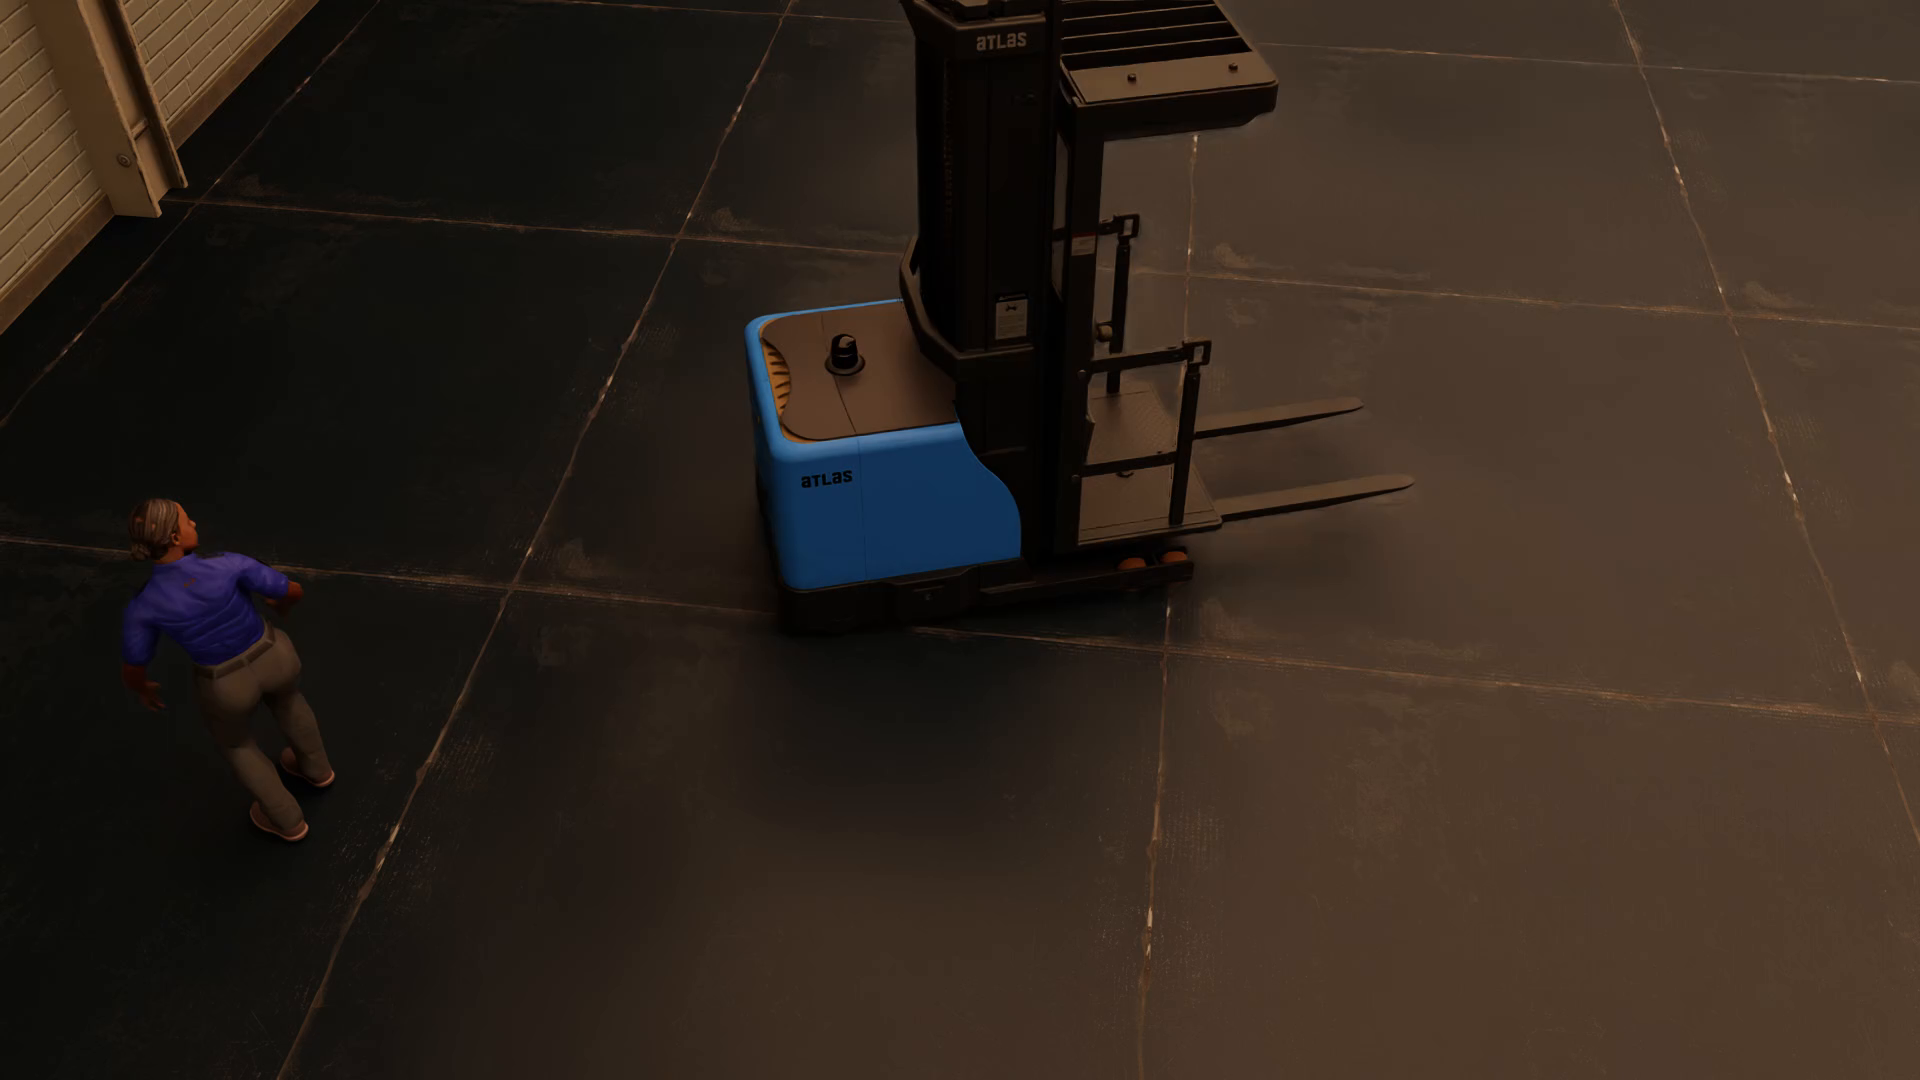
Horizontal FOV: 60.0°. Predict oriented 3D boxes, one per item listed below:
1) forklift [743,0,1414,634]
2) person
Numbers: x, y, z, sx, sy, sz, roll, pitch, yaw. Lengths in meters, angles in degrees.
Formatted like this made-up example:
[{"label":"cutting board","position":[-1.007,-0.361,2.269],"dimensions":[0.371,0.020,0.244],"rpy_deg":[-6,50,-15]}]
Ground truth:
[{"label":"forklift","position":[0.598,-1.179,7.008],"dimensions":[3.031,2.935,1.130],"rpy_deg":[-9,43,-9]},{"label":"person","position":[-2.736,0.473,6.187],"dimensions":[0.651,1.625,0.462],"rpy_deg":[-32,51,-30]}]
